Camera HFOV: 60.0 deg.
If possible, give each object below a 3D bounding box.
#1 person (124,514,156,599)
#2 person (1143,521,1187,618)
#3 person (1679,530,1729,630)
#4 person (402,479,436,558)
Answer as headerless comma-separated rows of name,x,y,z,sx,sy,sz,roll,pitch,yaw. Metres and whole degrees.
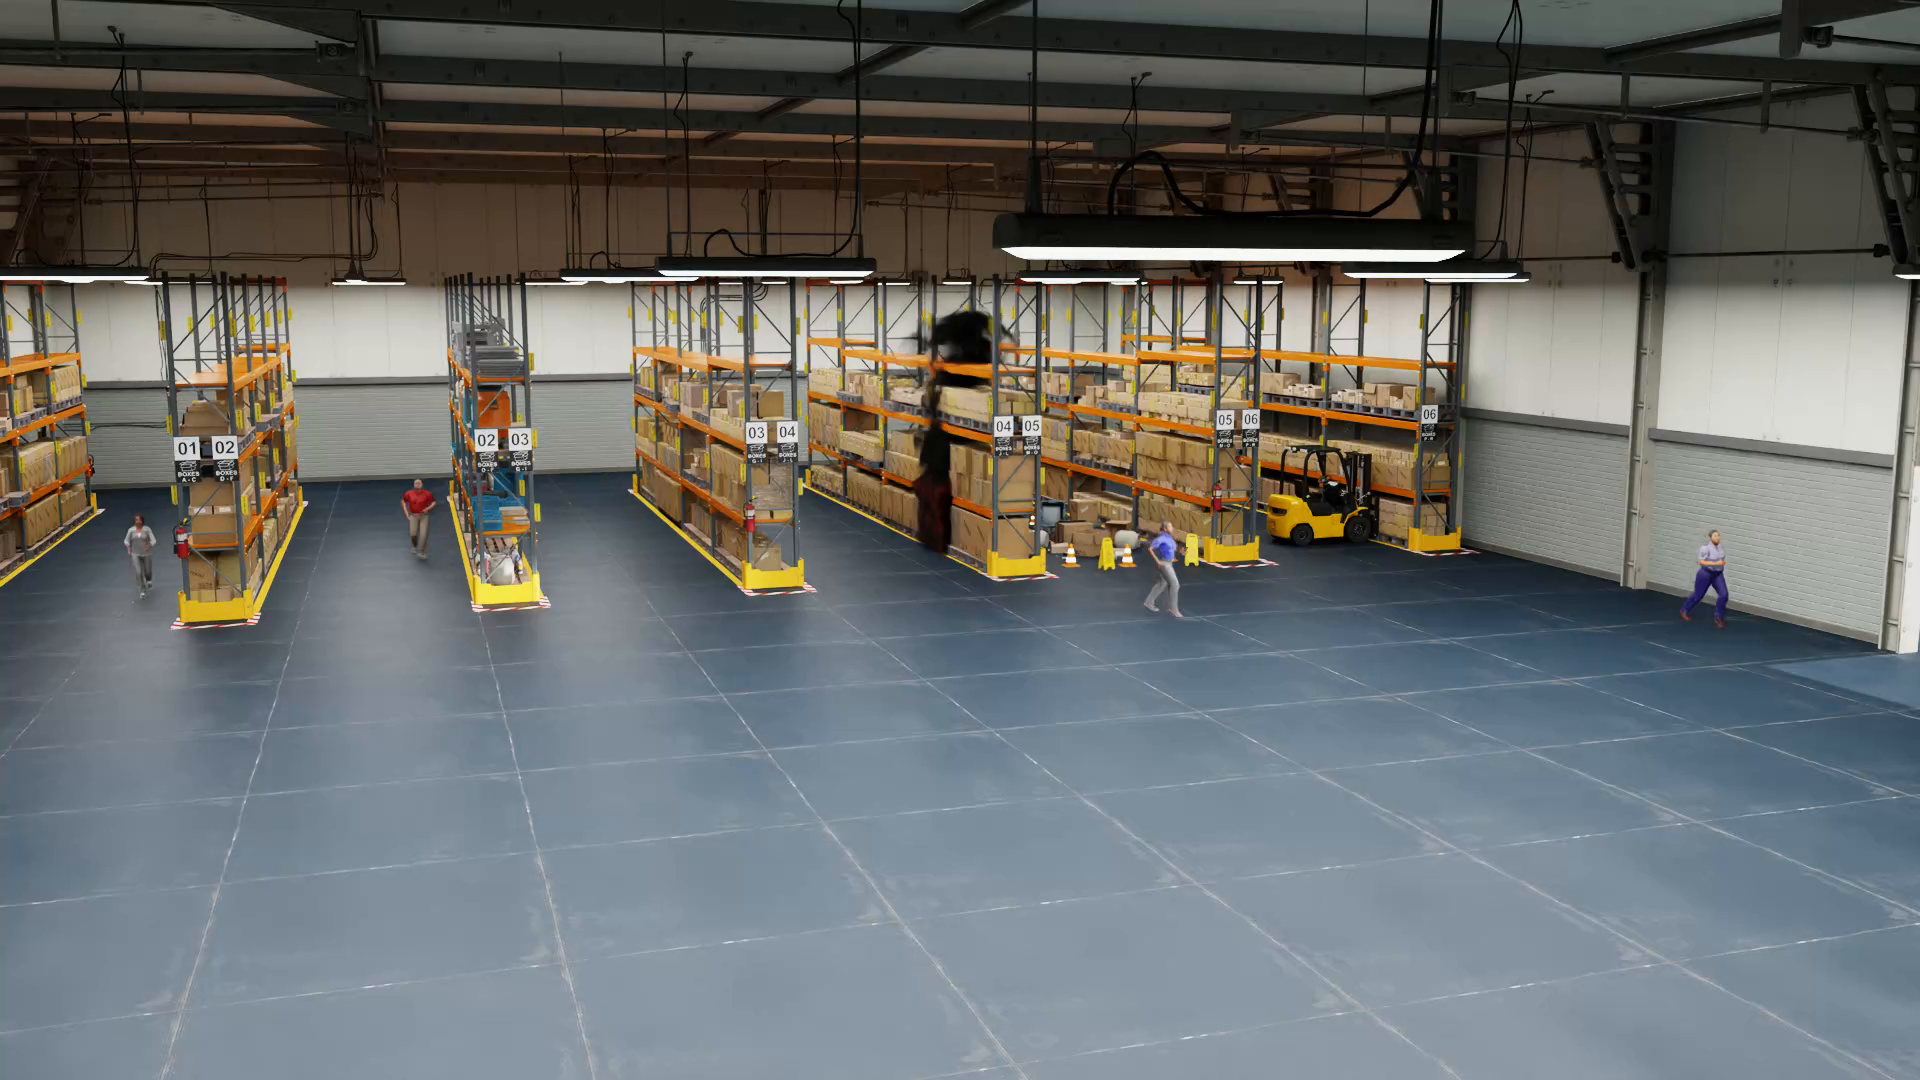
person,-15.293,0.286,31.039,0.541,1.552,0.666,-4,9,-22
person,3.597,0.511,29.228,0.781,1.717,0.549,3,9,19
person,12.777,0.652,28.396,0.609,1.697,0.881,-3,9,-18
person,-11.525,-0.452,35.445,0.710,1.697,0.563,-2,9,-15
